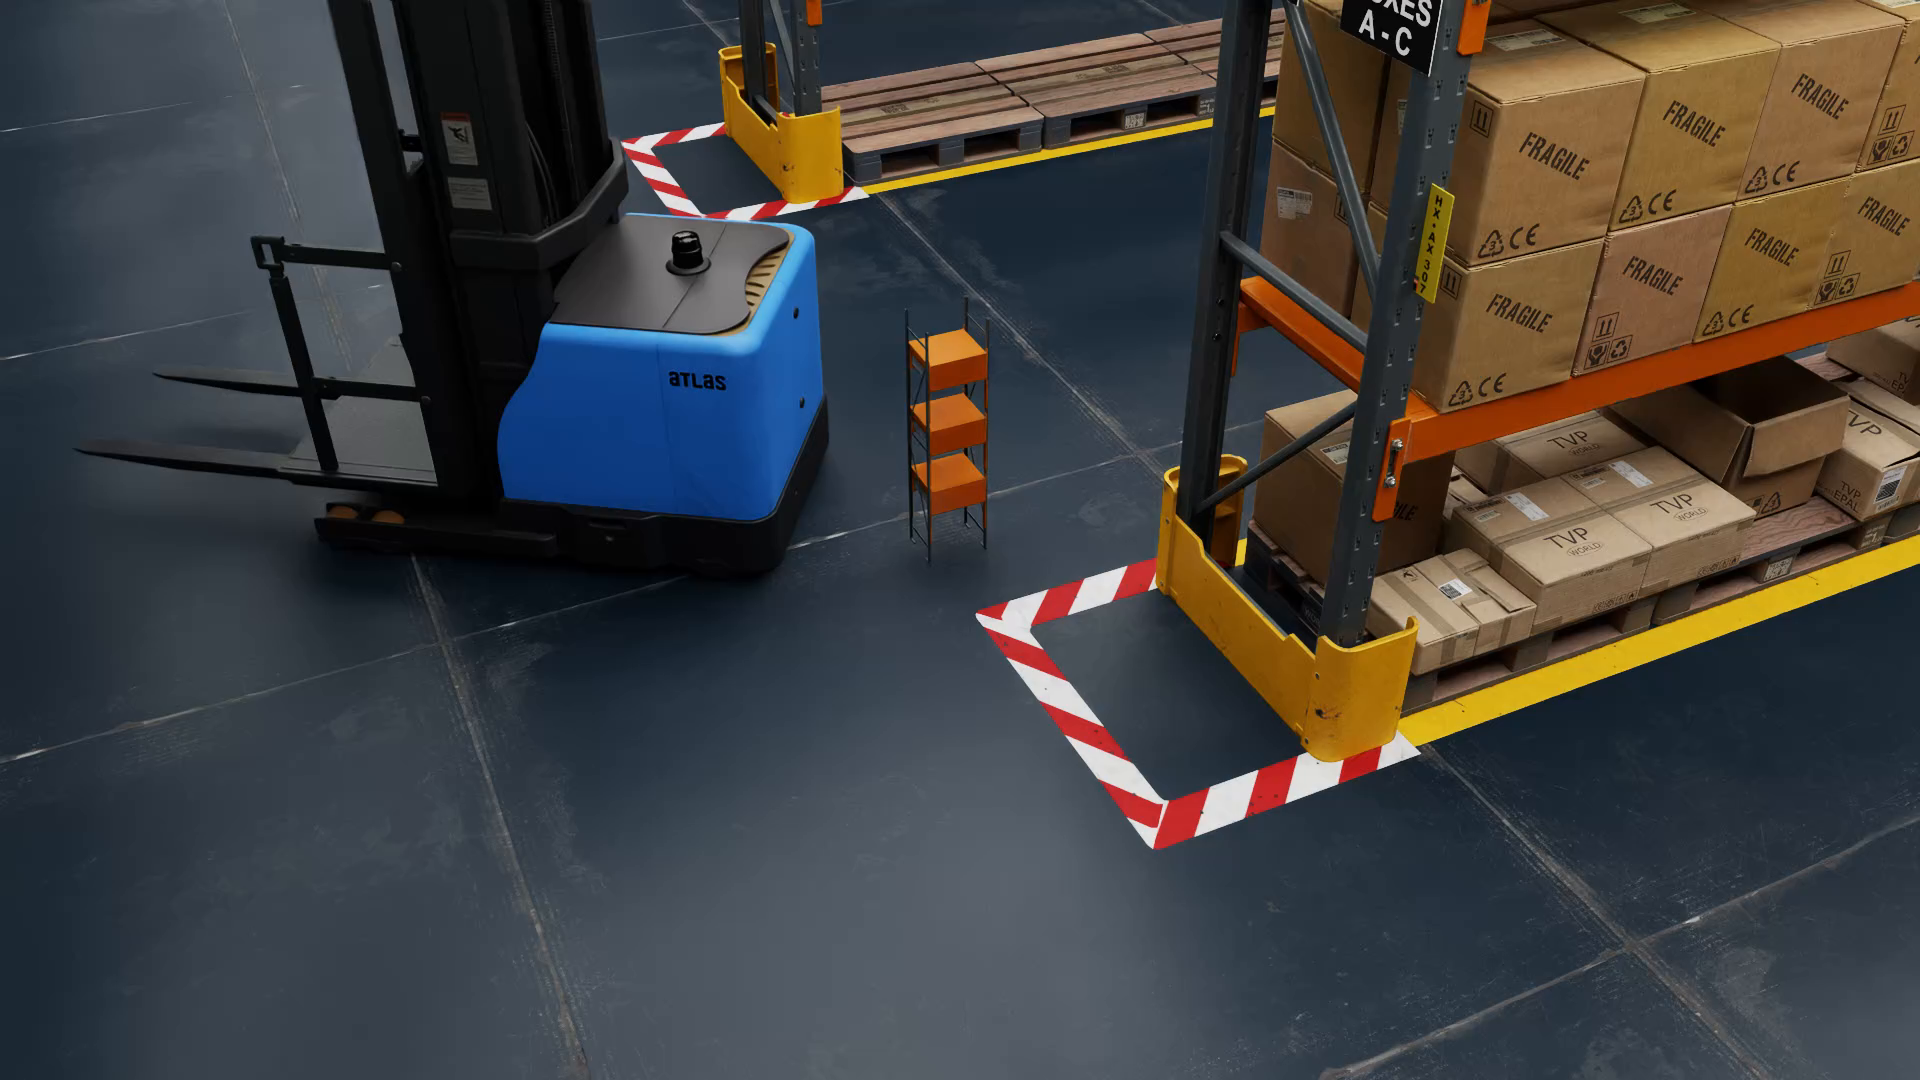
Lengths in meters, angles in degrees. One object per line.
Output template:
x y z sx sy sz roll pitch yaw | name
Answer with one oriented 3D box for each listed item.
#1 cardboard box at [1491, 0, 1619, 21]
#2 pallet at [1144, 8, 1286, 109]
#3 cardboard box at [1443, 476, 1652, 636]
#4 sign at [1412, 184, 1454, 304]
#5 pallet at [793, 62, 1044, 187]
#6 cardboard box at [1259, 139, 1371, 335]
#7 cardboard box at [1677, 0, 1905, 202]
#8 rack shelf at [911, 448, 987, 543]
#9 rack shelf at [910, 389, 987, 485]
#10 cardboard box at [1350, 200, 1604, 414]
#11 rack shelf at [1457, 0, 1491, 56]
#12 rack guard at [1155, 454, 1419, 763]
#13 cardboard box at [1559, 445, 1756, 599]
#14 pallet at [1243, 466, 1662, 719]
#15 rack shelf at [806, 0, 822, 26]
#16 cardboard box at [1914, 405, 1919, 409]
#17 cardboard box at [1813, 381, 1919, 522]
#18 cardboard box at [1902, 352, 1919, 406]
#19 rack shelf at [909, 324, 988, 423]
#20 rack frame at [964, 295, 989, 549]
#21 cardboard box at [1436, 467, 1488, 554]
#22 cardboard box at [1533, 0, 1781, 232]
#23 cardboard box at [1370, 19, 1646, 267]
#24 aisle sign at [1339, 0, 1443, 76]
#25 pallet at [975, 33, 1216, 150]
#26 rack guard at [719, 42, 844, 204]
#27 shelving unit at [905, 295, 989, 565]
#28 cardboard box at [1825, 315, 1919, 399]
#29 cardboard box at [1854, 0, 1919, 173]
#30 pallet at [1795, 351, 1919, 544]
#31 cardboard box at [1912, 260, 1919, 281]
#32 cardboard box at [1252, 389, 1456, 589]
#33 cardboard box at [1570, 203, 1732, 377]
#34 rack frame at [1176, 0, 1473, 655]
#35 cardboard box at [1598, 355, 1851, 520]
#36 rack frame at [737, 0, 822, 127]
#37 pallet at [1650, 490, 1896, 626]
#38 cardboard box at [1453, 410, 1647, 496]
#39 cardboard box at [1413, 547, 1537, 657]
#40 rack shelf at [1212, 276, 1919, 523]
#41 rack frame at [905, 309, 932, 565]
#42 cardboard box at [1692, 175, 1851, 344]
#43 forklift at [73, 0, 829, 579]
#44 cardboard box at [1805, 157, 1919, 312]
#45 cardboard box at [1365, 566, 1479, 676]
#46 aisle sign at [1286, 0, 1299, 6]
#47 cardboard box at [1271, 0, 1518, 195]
1.822 -1.597 5.461 0.500 0.500 0.500 -15 39 -19 | cardboard box
1.949 -3.123 10.784 1.213 0.211 1.003 -16 39 -20 | pallet
2.144 0.051 6.102 0.500 0.250 0.500 -16 39 -20 | cardboard box
1.309 -0.821 4.612 0.005 0.325 0.100 -16 39 -20 | sign
-0.259 -2.506 9.951 1.213 0.211 1.003 -16 39 -20 | pallet
1.369 -1.066 5.585 0.500 0.500 0.500 -14 39 -19 | cardboard box
2.517 -1.438 5.247 0.500 0.500 0.500 -15 39 -19 | cardboard box
-0.048 -0.176 6.591 0.240 0.259 0.215 -16 39 -20 | rack shelf
-0.048 -0.400 6.425 0.240 0.259 0.215 -16 39 -20 | rack shelf
1.592 -0.776 5.194 0.500 0.500 0.500 -15 39 -19 | cardboard box
2.889 -2.188 5.267 4.000 0.370 1.077 -16 39 -20 | rack shelf
1.148 0.219 6.035 0.348 0.500 1.175 -16 39 -20 | rack guard
2.597 -0.076 6.273 0.500 0.250 0.500 -16 39 -20 | cardboard box
1.869 0.133 6.394 1.213 0.211 1.003 -16 39 -20 | pallet
0.788 -3.655 9.764 4.000 0.370 1.077 -16 39 -20 | rack shelf
3.991 -0.385 6.775 0.250 0.149 0.380 -16 39 -20 | cardboard box
3.626 -0.388 6.643 0.500 0.311 0.500 -16 39 -20 | cardboard box
4.304 -0.654 6.842 0.500 0.500 0.500 -16 39 -20 | cardboard box
-0.048 -0.628 6.256 0.240 0.259 0.215 -16 39 -20 | rack shelf
0.062 -0.439 6.461 0.008 1.050 0.200 -16 39 -20 | rack frame
1.871 -0.129 6.415 0.250 0.166 0.380 -16 39 -20 | cardboard box
2.062 -1.314 5.080 0.500 0.500 0.500 -15 39 -19 | cardboard box
1.592 -1.177 4.896 0.500 0.500 0.500 -14 39 -19 | cardboard box
1.142 -1.634 4.253 0.004 0.787 0.394 -16 39 -20 | aisle sign
0.843 -2.812 10.364 1.213 0.211 1.003 -16 39 -20 | pallet
-1.039 -2.421 9.594 0.348 0.500 1.175 -16 39 -20 | rack guard
-0.048 -0.408 6.419 0.252 1.050 0.215 -16 39 -20 | shelving unit
4.228 -0.885 7.313 0.500 0.311 0.500 -16 39 -20 | cardboard box
2.977 -1.567 5.421 0.500 0.500 0.500 -16 39 -20 | cardboard box
4.078 -0.485 7.226 1.213 0.211 1.003 -16 39 -20 | pallet
3.426 -1.291 5.888 0.500 0.500 0.500 -15 39 -19 | cardboard box
1.466 -0.209 6.242 0.500 0.500 0.500 -16 39 -20 | cardboard box
2.057 -0.909 5.374 0.500 0.500 0.500 -16 39 -20 | cardboard box
1.079 -0.766 5.264 0.127 3.000 1.000 -16 39 -20 | rack frame
3.001 -0.474 6.597 0.637 0.503 0.797 -16 39 -20 | cardboard box
-1.023 -3.438 8.867 0.127 3.000 1.000 -16 39 -20 | rack frame
2.972 -0.173 6.807 1.213 0.211 1.003 -16 39 -20 | pallet
2.339 -0.333 6.619 0.500 0.250 0.500 -16 39 -20 | cardboard box
1.830 0.212 5.956 0.250 0.166 0.380 -16 39 -20 | cardboard box
2.889 -0.983 6.161 4.000 0.370 1.077 -16 39 -20 | rack shelf
-0.159 -0.377 6.377 0.008 1.050 0.200 -16 39 -20 | rack frame
2.513 -1.035 5.543 0.500 0.500 0.500 -16 39 -20 | cardboard box
-2.130 -1.433 6.221 3.031 2.935 1.130 5 37 7 | forklift
2.966 -1.160 5.713 0.500 0.500 0.500 -15 39 -19 | cardboard box
1.604 0.282 5.875 0.250 0.149 0.380 -16 39 -20 | cardboard box
0.887 -1.958 4.689 0.004 0.787 0.394 -16 39 -20 | aisle sign
1.365 -1.468 5.288 0.500 0.500 0.500 -16 39 -20 | cardboard box
